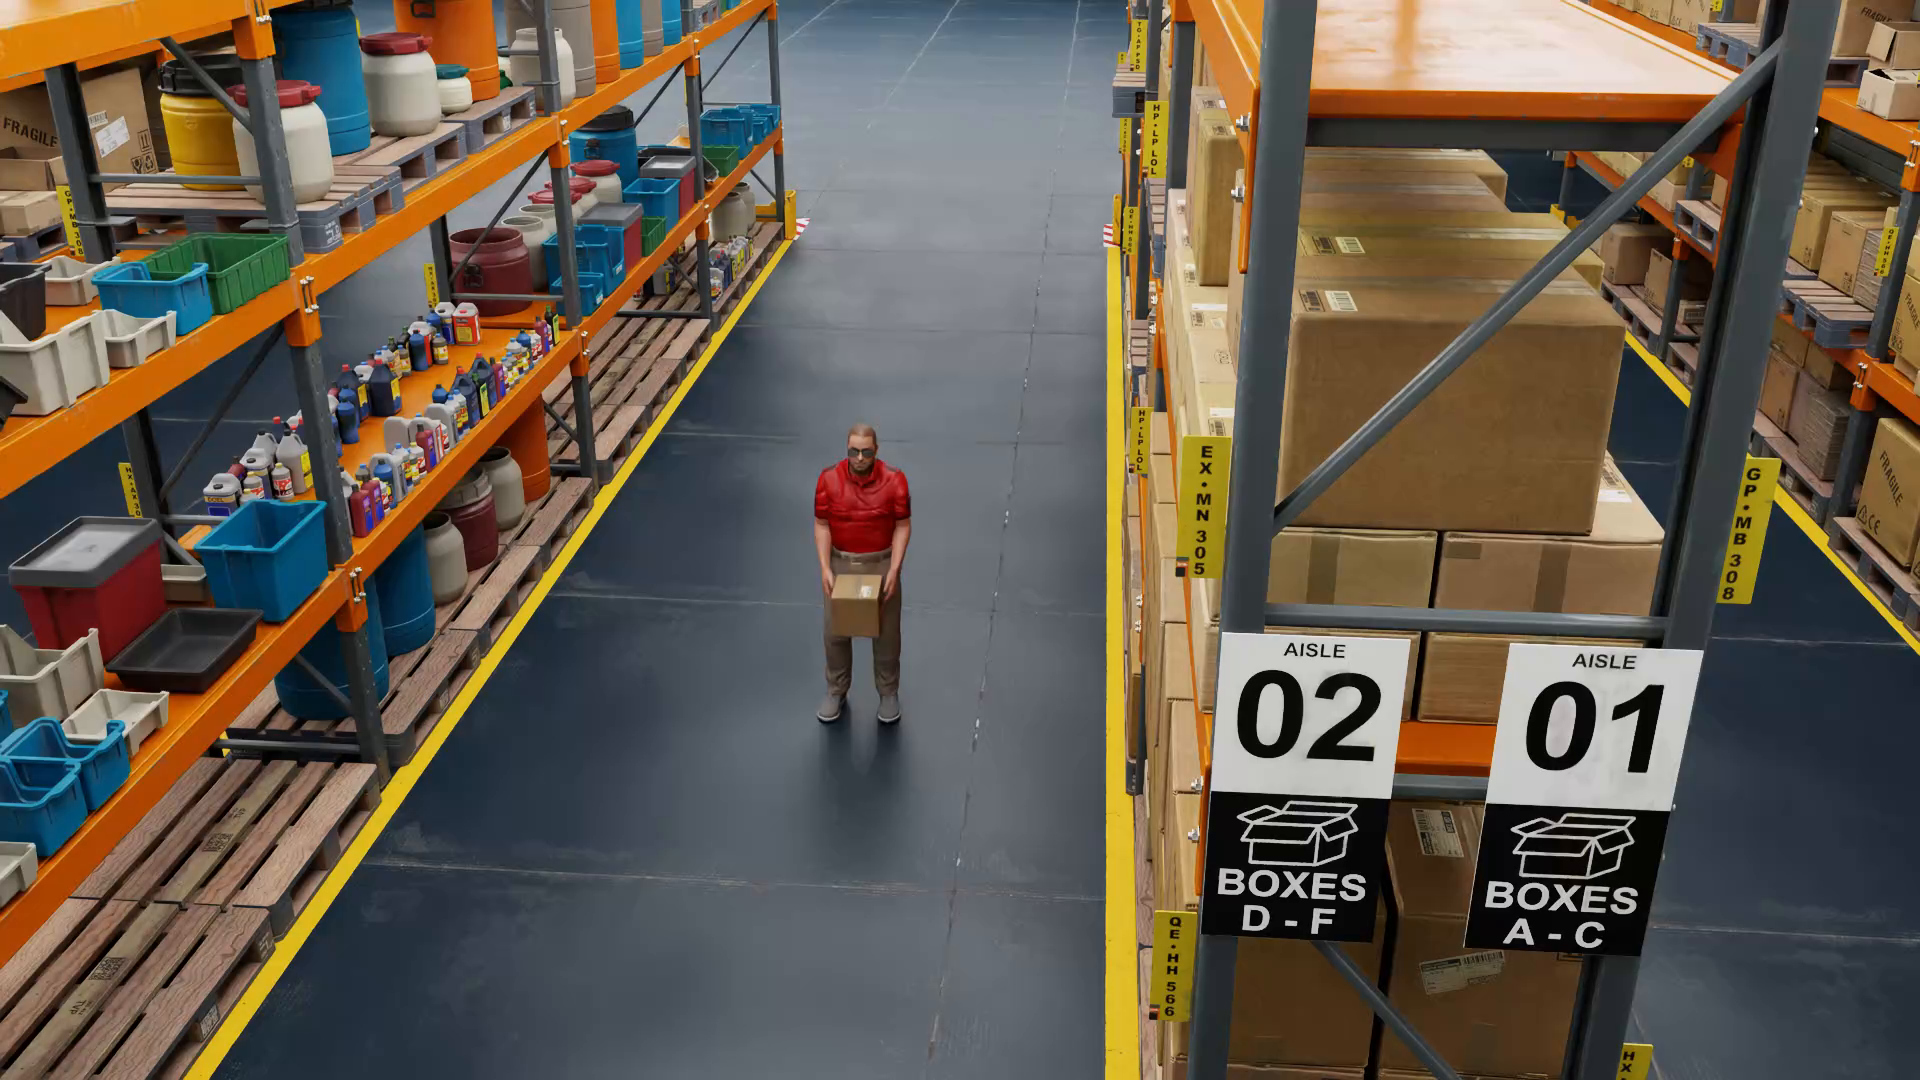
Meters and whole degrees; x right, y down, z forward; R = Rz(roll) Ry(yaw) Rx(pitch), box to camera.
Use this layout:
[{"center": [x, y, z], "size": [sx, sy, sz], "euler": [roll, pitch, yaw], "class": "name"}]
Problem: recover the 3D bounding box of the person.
[{"center": [-0.539, 0.185, 9.205], "size": [0.539, 1.733, 0.431], "euler": [1, 24, 3], "class": "person"}]
